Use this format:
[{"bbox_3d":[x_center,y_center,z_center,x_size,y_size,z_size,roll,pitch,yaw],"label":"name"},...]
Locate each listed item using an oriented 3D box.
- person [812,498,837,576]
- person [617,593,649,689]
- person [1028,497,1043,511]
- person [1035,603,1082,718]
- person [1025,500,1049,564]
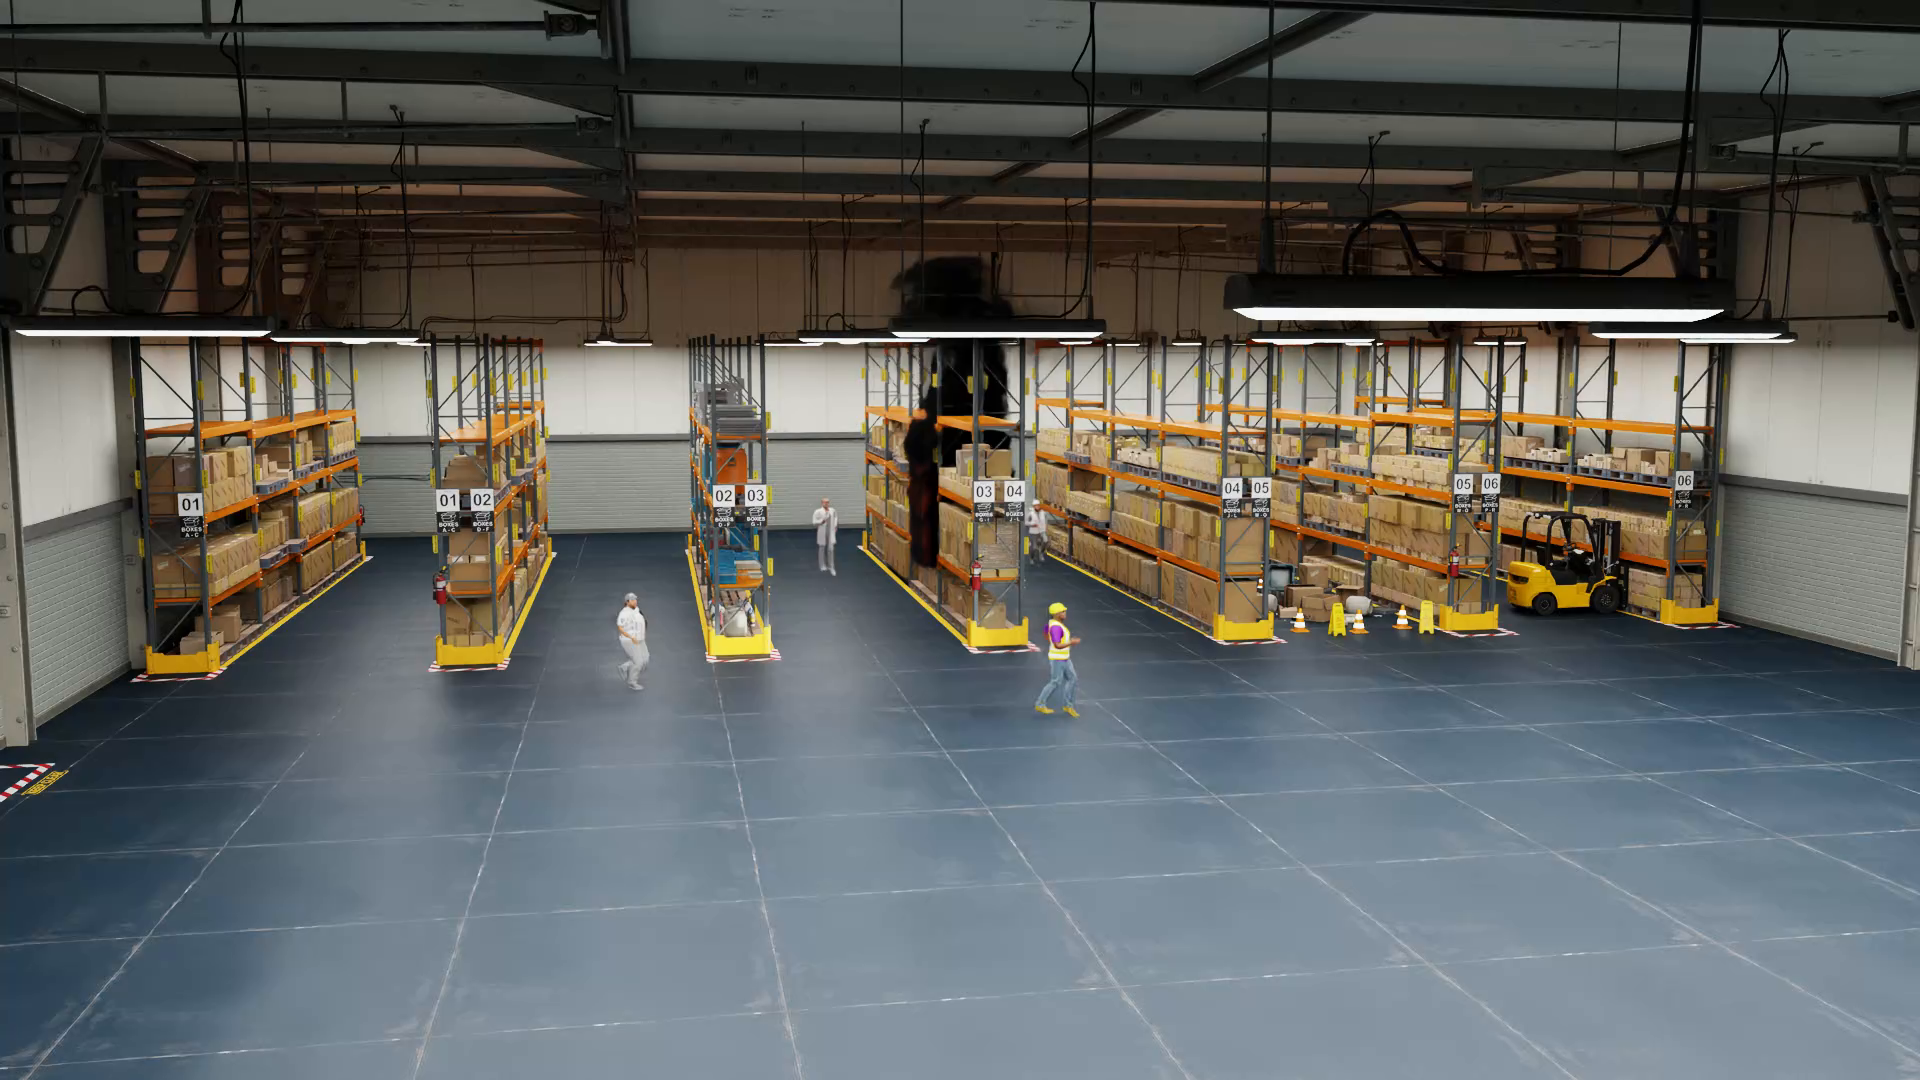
[{"bbox_3d":[-3.266,-0.090,40.507,0.692,1.869,0.807,-2,7,-19],"label":"person"},{"bbox_3d":[-5.576,1.711,28.172,0.541,1.625,0.603,2,7,20],"label":"person"},{"bbox_3d":[2.270,-0.857,50.014,0.558,1.699,0.743,2,7,14],"label":"person"},{"bbox_3d":[1.538,1.884,25.869,0.731,1.824,0.676,1,7,12],"label":"person"},{"bbox_3d":[2.027,-0.194,43.665,0.662,1.731,0.860,-1,7,-9],"label":"person"}]
